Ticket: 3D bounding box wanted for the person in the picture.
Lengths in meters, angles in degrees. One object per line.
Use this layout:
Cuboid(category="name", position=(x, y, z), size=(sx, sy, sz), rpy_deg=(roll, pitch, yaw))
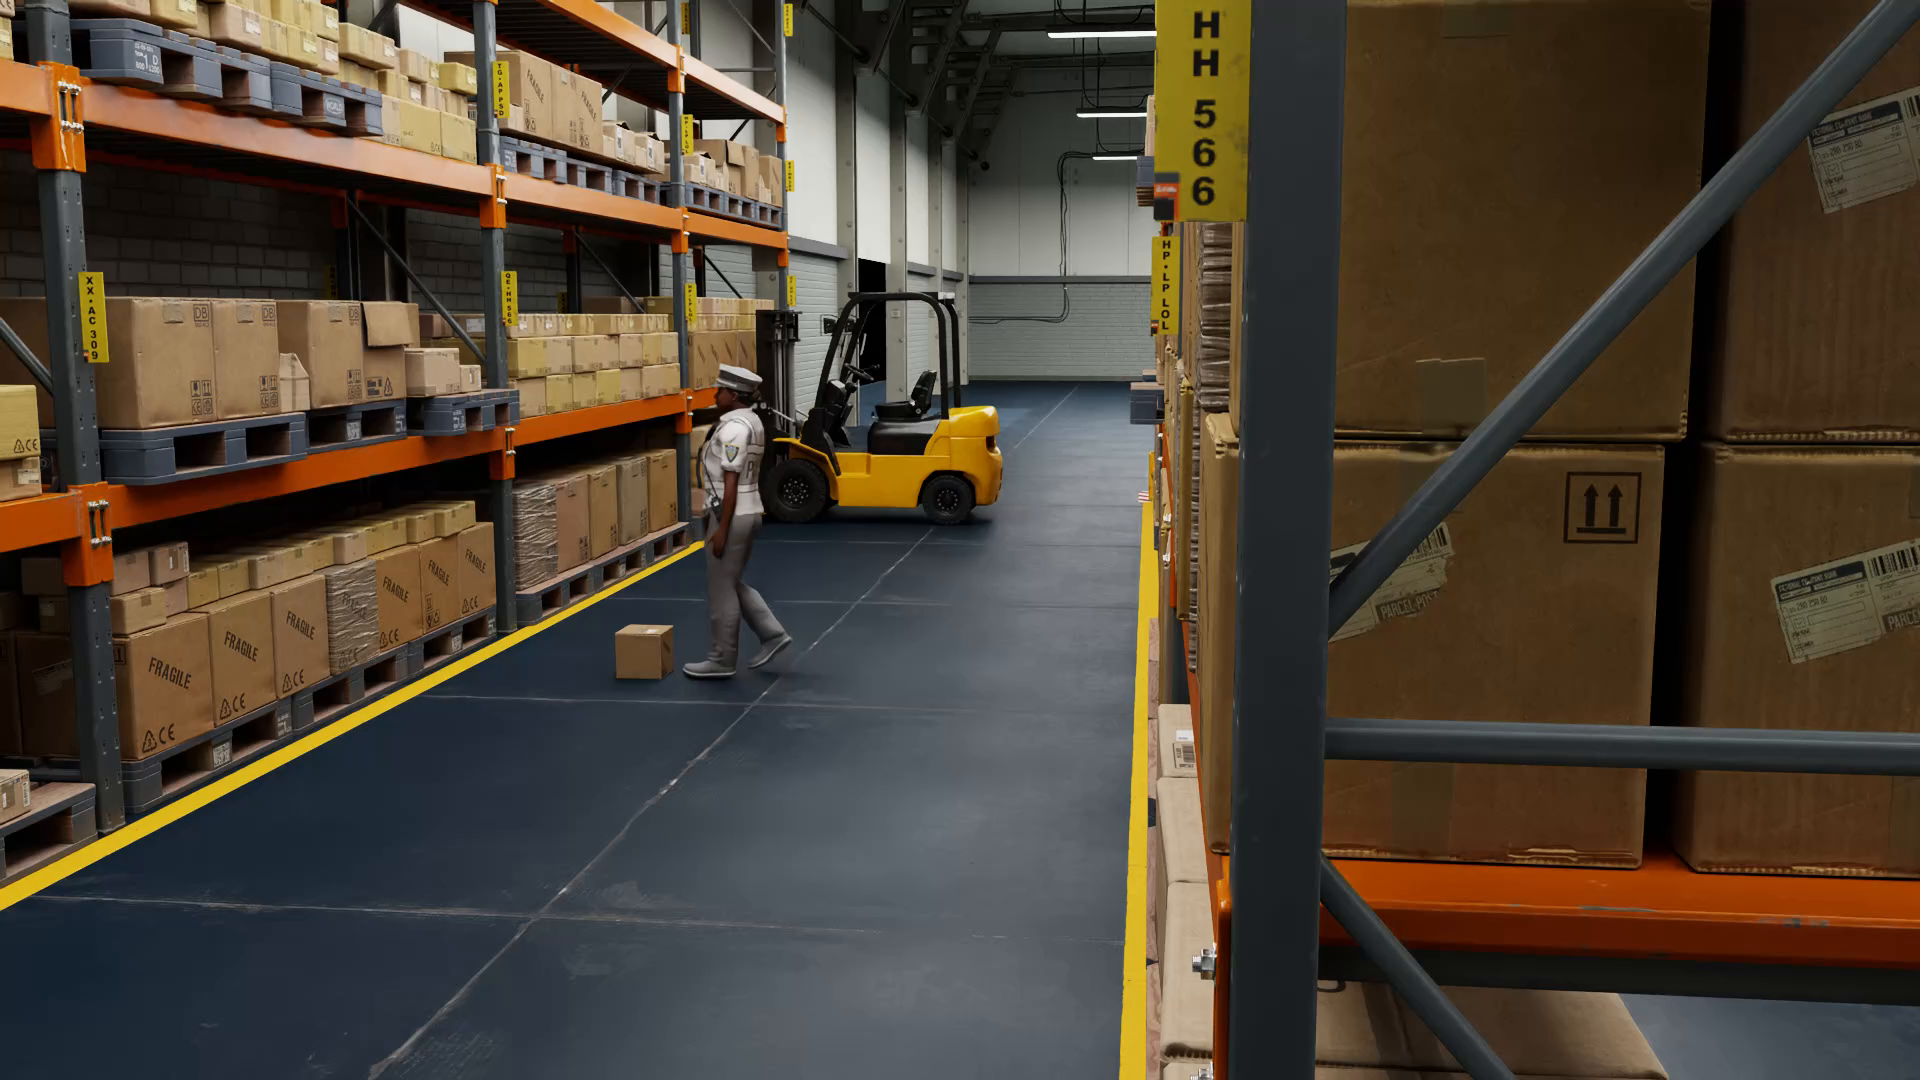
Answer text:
Cuboid(category="person", position=(-1.214, -0.103, 8.896), size=(0.562, 1.675, 0.465), rpy_deg=(1, 8, 6))
